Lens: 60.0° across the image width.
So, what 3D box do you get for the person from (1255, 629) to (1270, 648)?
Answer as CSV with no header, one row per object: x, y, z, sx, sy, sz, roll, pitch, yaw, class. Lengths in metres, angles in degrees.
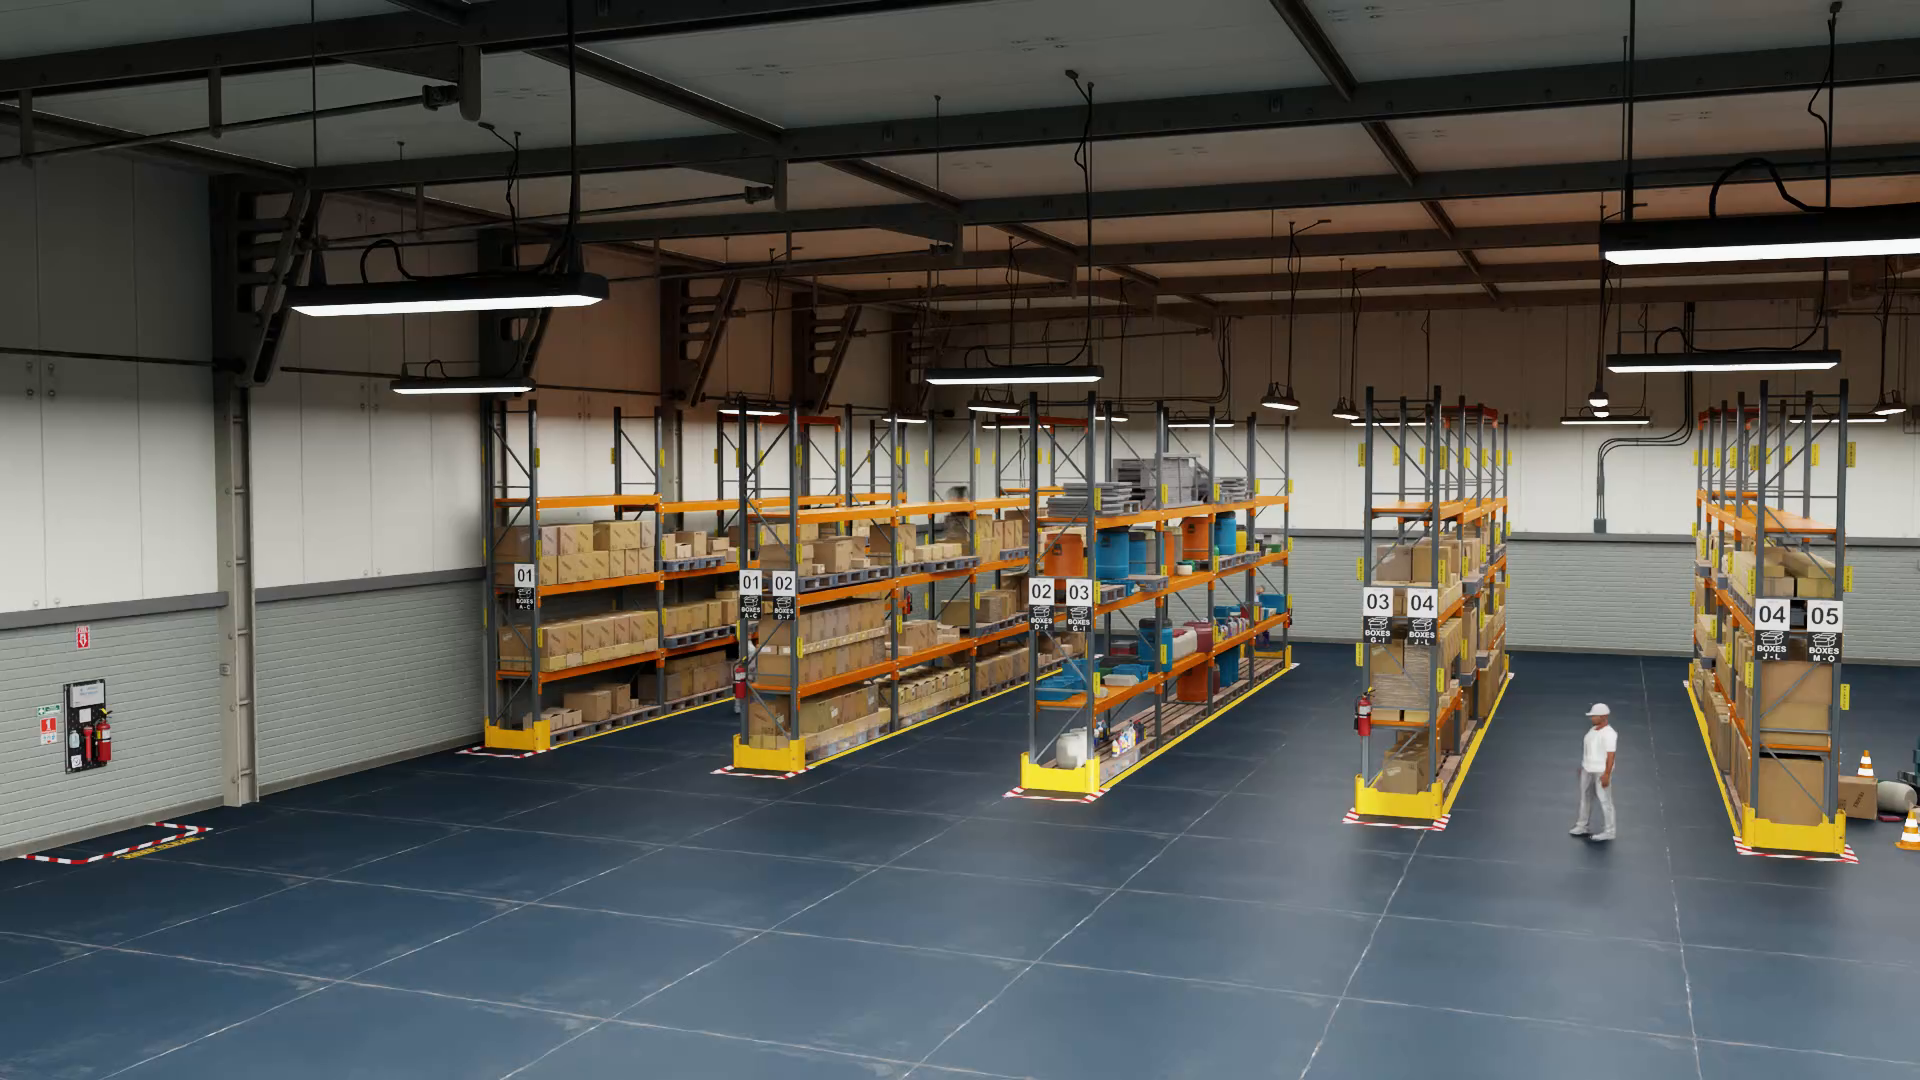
8.003,2.365,44.095,0.477,1.080,0.392,0,3,-1,person

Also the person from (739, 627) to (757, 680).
9.429,2.102,34.999,22.730,1.019,16.577,1,3,26,person

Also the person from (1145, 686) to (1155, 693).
4.110,2.434,35.493,0.318,1.635,0.520,1,3,13,person

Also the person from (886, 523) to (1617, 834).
3.517,1.770,26.751,6.142,3.682,13.164,-1,3,-20,person
